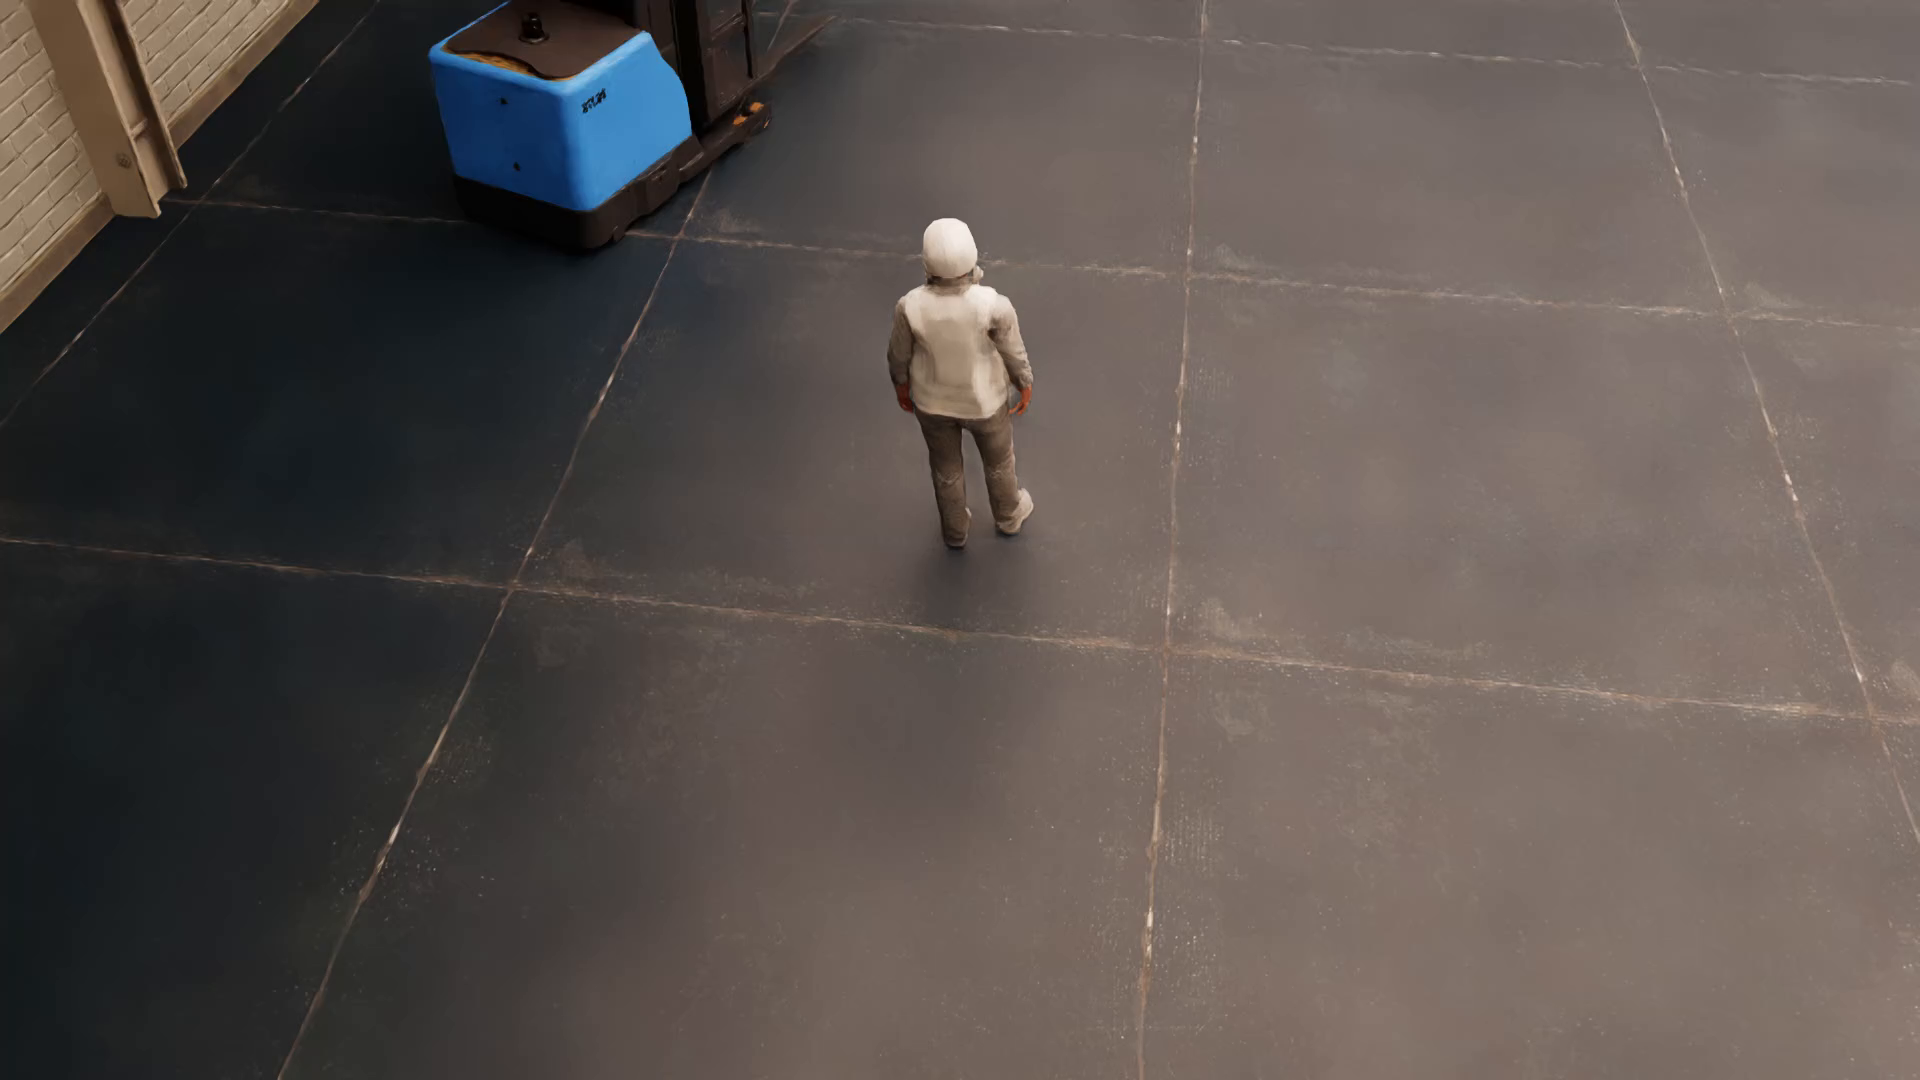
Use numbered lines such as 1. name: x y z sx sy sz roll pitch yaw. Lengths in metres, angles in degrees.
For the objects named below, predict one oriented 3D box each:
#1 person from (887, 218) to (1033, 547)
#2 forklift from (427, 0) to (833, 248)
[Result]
1. person: 0.016 -0.700 7.331 0.632 1.773 0.567 5 43 6
2. forklift: -1.875 -3.759 9.816 1.130 2.935 3.031 19 46 20
